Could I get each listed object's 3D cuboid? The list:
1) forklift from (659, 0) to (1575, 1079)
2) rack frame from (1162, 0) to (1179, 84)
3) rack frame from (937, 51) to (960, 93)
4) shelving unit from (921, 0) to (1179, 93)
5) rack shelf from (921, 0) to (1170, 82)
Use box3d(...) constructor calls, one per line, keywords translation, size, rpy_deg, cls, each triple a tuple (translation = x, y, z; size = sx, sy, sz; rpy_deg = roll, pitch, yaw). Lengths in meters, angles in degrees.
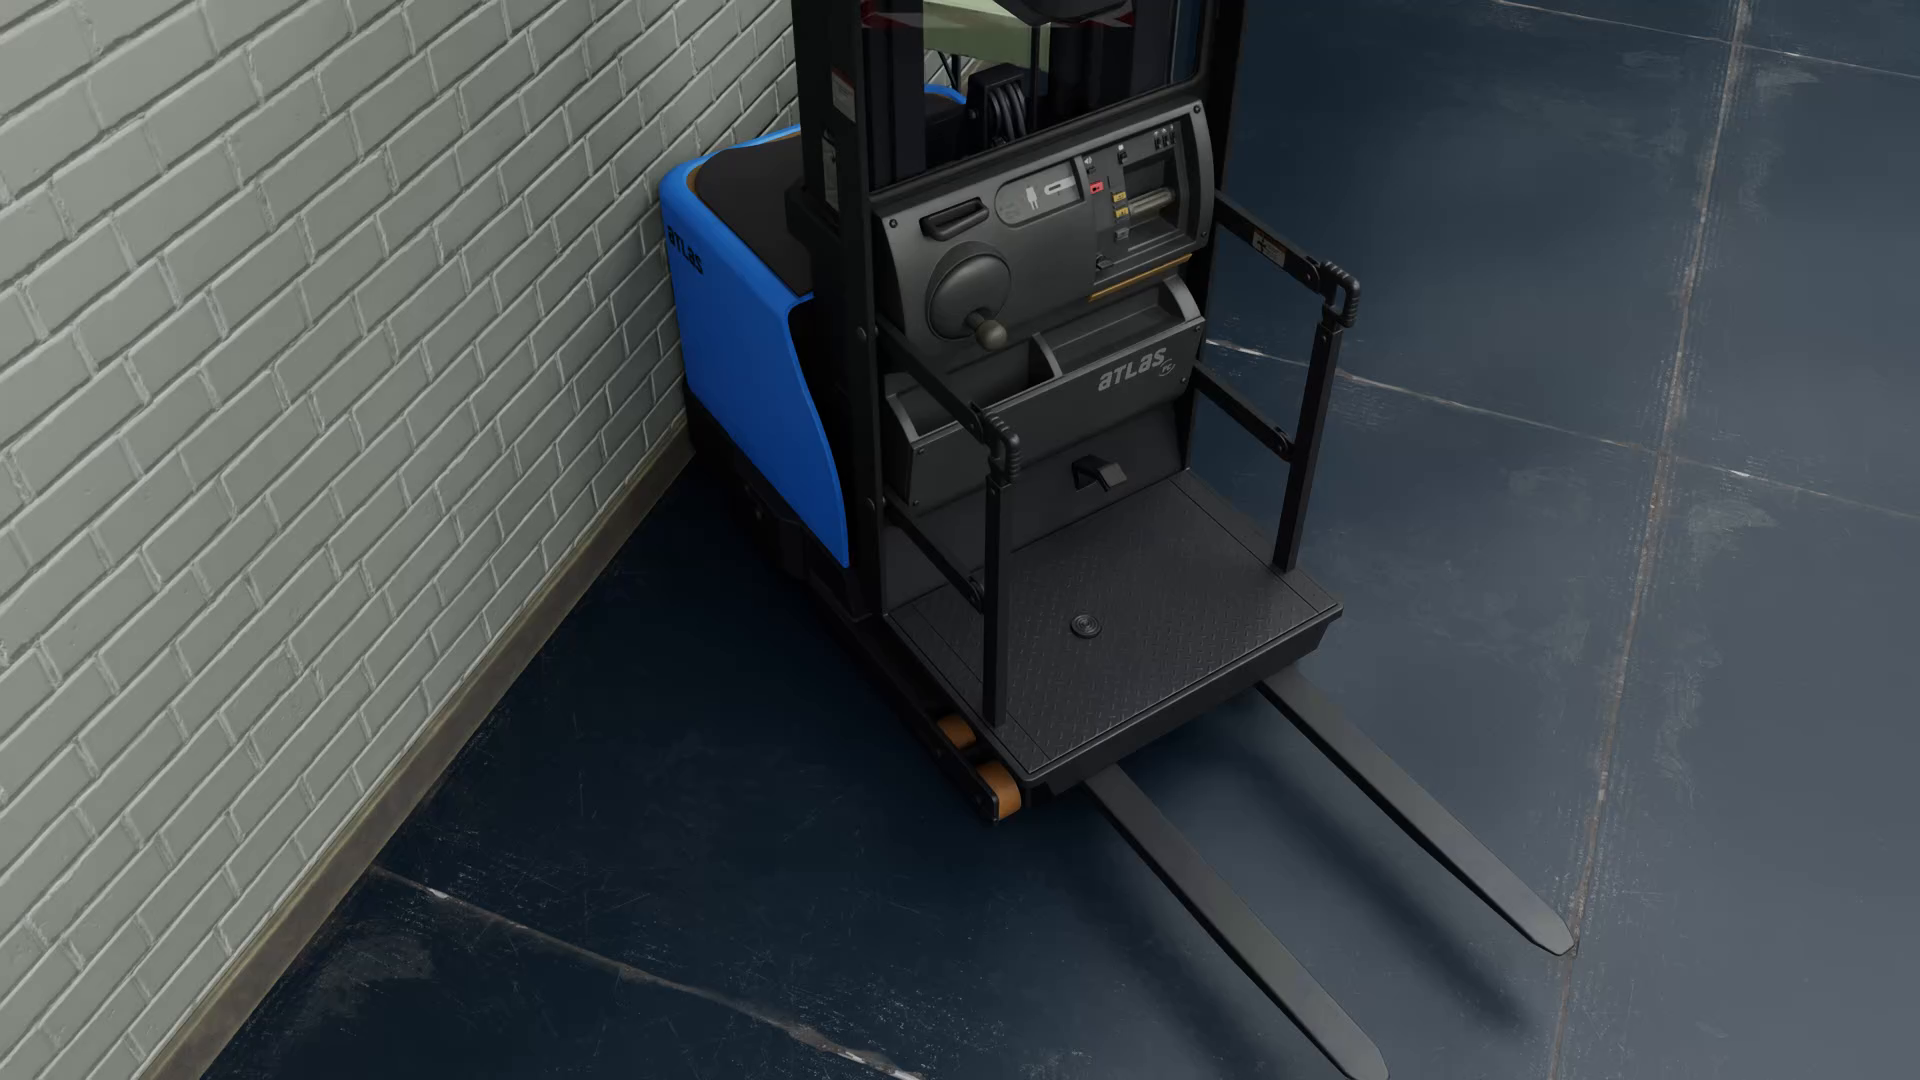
box3d(translation=(0.349, -0.672, 3.848), size=(1.130, 2.935, 3.031), rpy_deg=(-25, 50, -23), cls="forklift")
box3d(translation=(0.603, -1.211, 5.404), size=(0.023, 1.500, 0.400), rpy_deg=(15, 47, 15), cls="rack frame")
box3d(translation=(-0.081, -1.395, 5.589), size=(0.023, 1.500, 0.400), rpy_deg=(15, 47, 15), cls="rack frame")
box3d(translation=(0.261, -1.303, 5.496), size=(0.755, 1.500, 0.431), rpy_deg=(15, 47, 15), cls="shelving unit")
box3d(translation=(0.261, -1.580, 5.221), size=(0.720, 0.370, 0.431), rpy_deg=(15, 47, 15), cls="rack shelf")
